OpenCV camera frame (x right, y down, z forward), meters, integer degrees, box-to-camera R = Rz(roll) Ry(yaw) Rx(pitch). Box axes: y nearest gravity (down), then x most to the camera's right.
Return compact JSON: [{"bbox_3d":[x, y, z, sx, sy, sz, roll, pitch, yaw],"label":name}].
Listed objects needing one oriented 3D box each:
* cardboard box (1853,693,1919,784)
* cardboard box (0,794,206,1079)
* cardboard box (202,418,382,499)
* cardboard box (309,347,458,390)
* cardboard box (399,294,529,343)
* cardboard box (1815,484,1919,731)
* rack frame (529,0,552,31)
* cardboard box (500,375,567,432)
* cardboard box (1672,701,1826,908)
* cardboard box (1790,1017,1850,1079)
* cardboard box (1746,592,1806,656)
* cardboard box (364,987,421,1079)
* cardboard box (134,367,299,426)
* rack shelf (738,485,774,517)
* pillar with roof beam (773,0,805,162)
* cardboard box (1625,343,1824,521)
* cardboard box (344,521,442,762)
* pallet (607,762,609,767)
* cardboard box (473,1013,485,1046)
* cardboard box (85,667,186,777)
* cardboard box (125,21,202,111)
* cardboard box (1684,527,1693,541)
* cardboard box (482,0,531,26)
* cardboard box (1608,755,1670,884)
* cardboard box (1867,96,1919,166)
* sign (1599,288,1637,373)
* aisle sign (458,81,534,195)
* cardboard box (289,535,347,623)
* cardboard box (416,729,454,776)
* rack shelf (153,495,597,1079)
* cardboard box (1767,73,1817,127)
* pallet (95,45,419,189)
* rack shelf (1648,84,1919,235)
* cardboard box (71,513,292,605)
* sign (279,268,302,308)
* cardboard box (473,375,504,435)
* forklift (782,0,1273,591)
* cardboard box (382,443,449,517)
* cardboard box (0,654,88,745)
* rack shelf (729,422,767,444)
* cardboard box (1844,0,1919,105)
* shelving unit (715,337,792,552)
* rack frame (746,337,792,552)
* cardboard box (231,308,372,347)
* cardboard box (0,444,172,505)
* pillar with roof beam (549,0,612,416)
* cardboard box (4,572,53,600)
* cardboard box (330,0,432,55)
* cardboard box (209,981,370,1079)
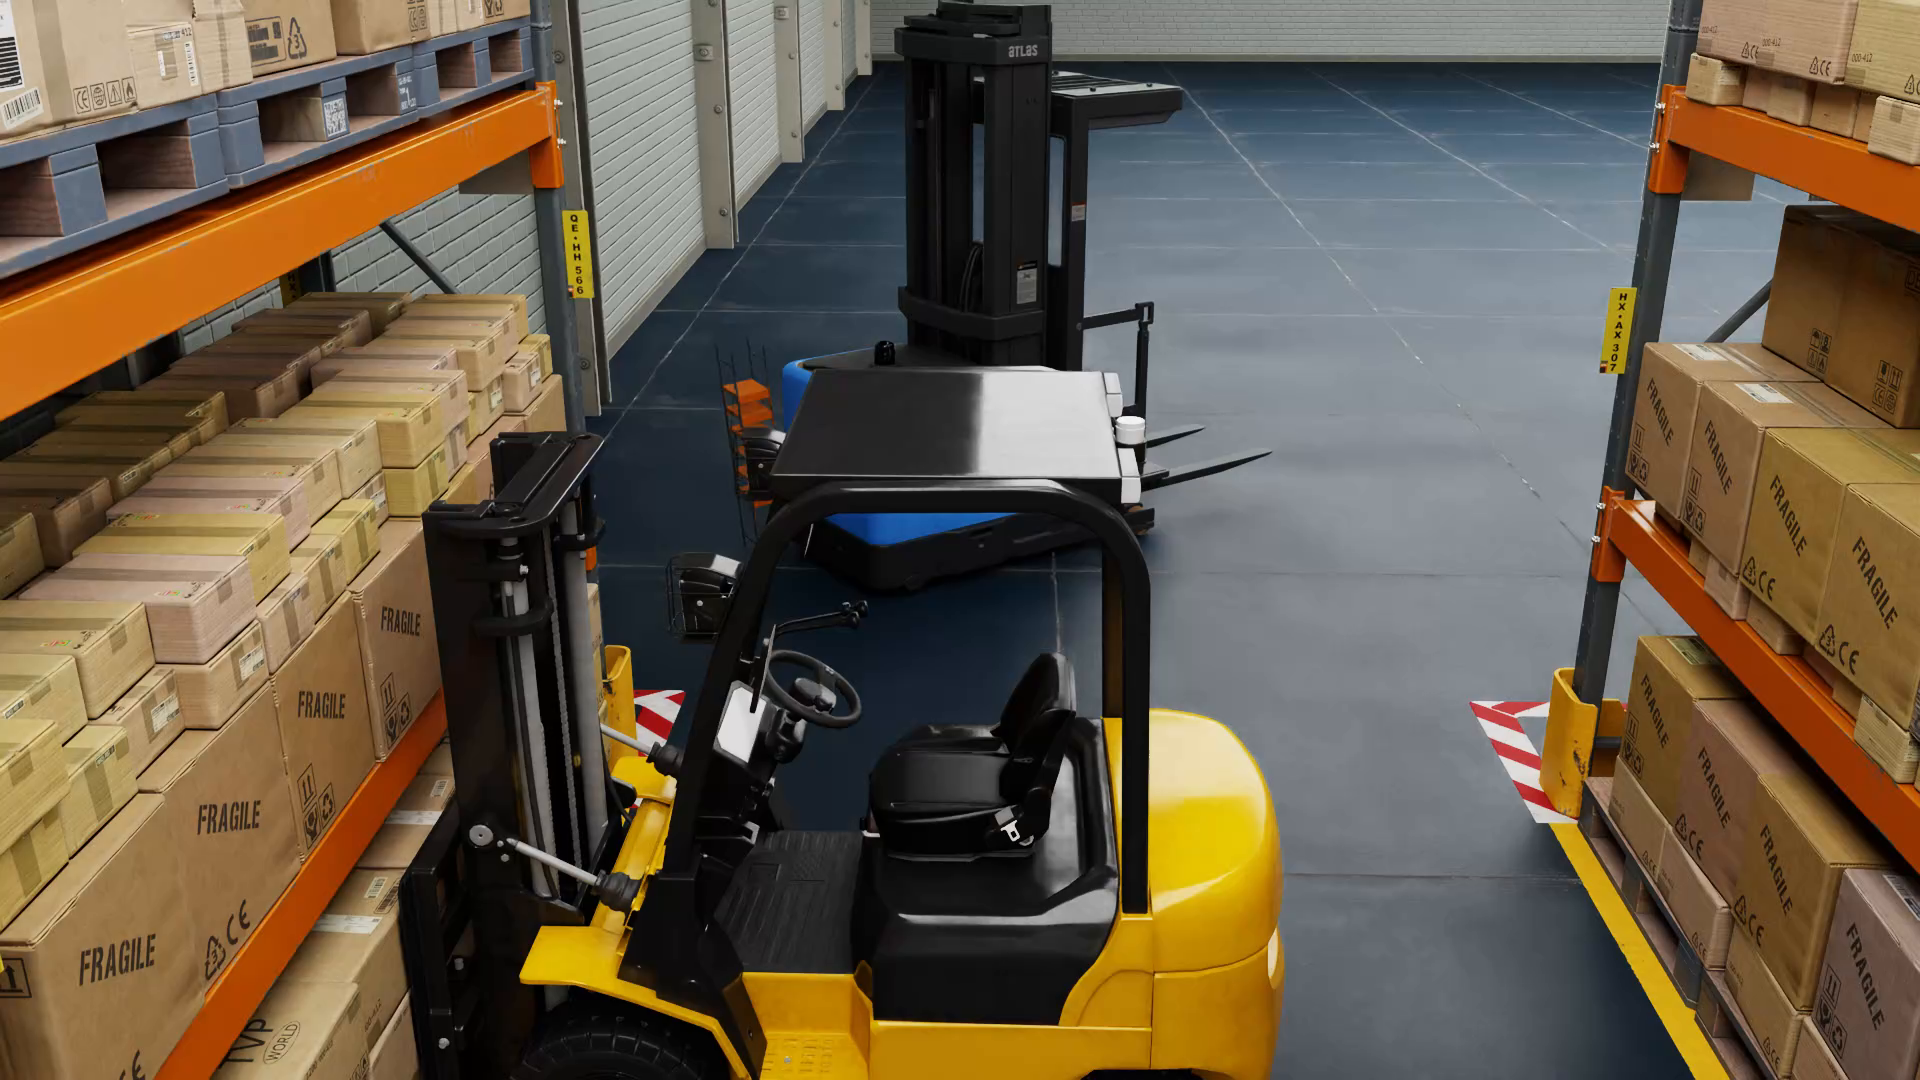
[{"bbox_3d":[2.616,0.522,4.385,0.380,0.149,0.250,1,21,2],"label":"cardboard box"},{"bbox_3d":[-1.813,0.820,3.132,0.500,0.500,0.500,0,21,0],"label":"cardboard box"},{"bbox_3d":[-1.807,-0.224,4.513,0.380,0.149,0.250,1,21,2],"label":"cardboard box"},{"bbox_3d":[-1.806,-0.505,5.237,0.380,0.149,0.250,1,21,2],"label":"cardboard box"},{"bbox_3d":[-1.766,-0.778,5.942,0.380,0.149,0.250,1,21,2],"label":"cardboard box"},{"bbox_3d":[2.670,0.169,4.397,0.500,0.500,0.500,0,21,1],"label":"cardboard box"},{"bbox_3d":[-1.966,-3.219,5.386,1.000,3.000,0.127,1,21,2],"label":"rack frame"},{"bbox_3d":[-1.719,-0.288,5.987,0.500,0.500,0.500,0,21,0],"label":"cardboard box"},{"bbox_3d":[2.683,0.854,5.366,0.500,0.500,0.500,0,21,0],"label":"cardboard box"},{"bbox_3d":[2.649,1.570,4.557,0.500,0.250,0.500,1,21,2],"label":"cardboard box"},{"bbox_3d":[2.667,0.240,5.111,0.380,0.149,0.250,1,21,3],"label":"cardboard box"},{"bbox_3d":[-1.724,1.342,4.454,0.500,0.250,0.500,0,21,1],"label":"cardboard box"},{"bbox_3d":[-2.231,-0.416,5.009,0.380,0.149,0.250,1,21,3],"label":"cardboard box"},{"bbox_3d":[-1.109,-0.236,9.243,0.180,0.103,0.258,-17,26,-25],"label":"rack shelf"},{"bbox_3d":[1.962,-9.438,21.414,9.100,9.000,0.400,1,21,2],"label":"pillar with roof beam"},{"bbox_3d":[2.704,-0.386,5.828,0.500,0.500,0.500,0,21,1],"label":"cardboard box"},{"bbox_3d":[-1.763,0.266,4.558,0.500,0.500,0.500,1,21,2],"label":"cardboard box"},{"bbox_3d":[-1.948,1.154,6.262,1.003,0.211,1.213,1,21,2],"label":"pallet"},{"bbox_3d":[-1.707,1.385,5.032,0.500,0.250,0.500,1,21,3],"label":"cardboard box"},{"bbox_3d":[-1.829,0.374,3.383,0.380,0.149,0.250,1,21,2],"label":"cardboard box"},{"bbox_3d":[-1.747,-0.937,3.278,0.380,0.149,0.250,1,21,3],"label":"cardboard box"},{"bbox_3d":[2.785,-0.040,5.833,0.380,0.149,0.250,1,21,2],"label":"cardboard box"},{"bbox_3d":[-1.736,-1.947,5.397,0.500,0.500,0.500,1,21,3],"label":"cardboard box"},{"bbox_3d":[2.694,1.005,6.011,0.500,0.250,0.500,0,21,1],"label":"cardboard box"},{"bbox_3d":[2.625,-1.067,4.333,0.380,0.149,0.250,1,21,2],"label":"cardboard box"},{"bbox_3d":[2.453,-0.779,6.193,0.100,0.325,0.005,1,21,2],"label":"sign"},{"bbox_3d":[-1.671,-1.655,6.054,0.394,0.787,0.004,1,21,2],"label":"aisle sign"},{"bbox_3d":[-1.748,0.100,4.090,0.380,0.149,0.250,0,21,0],"label":"cardboard box"},{"bbox_3d":[-1.684,0.735,5.327,0.500,0.250,0.500,1,21,2],"label":"cardboard box"},{"bbox_3d":[-2.027,0.636,4.738,1.077,0.370,4.000,1,21,2],"label":"rack shelf"},{"bbox_3d":[2.700,-1.343,5.044,0.380,0.149,0.250,1,21,3],"label":"cardboard box"},{"bbox_3d":[-2.048,-1.082,4.147,1.003,0.211,1.213,1,21,2],"label":"pallet"},{"bbox_3d":[2.934,-0.709,4.058,1.077,0.370,4.000,1,21,2],"label":"rack shelf"},{"bbox_3d":[-1.774,0.050,3.807,0.380,0.149,0.250,0,21,1],"label":"cardboard box"},{"bbox_3d":[-2.521,-0.871,6.322,0.100,0.325,0.005,1,21,2],"label":"sign"},{"bbox_3d":[-1.744,-0.457,5.526,0.380,0.149,0.250,1,21,3],"label":"cardboard box"},{"bbox_3d":[0.514,-1.496,9.333,3.031,2.935,1.130,-14,25,-32],"label":"forklift"},{"bbox_3d":[-1.711,-0.179,4.809,0.380,0.149,0.250,1,21,2],"label":"cardboard box"},{"bbox_3d":[-1.882,0.328,3.090,0.380,0.149,0.250,1,21,2],"label":"cardboard box"},{"bbox_3d":[-1.137,-0.564,9.098,0.180,0.103,0.258,-17,26,-25],"label":"rack shelf"},{"bbox_3d":[2.698,-1.288,4.352,0.500,0.250,0.500,1,21,3],"label":"cardboard box"},{"bbox_3d":[-1.131,-0.495,9.128,0.189,1.200,0.258,-17,26,-25],"label":"shelving unit"},{"bbox_3d":[-1.052,-0.519,9.167,0.006,1.200,0.240,-17,26,-25],"label":"rack frame"},{"bbox_3d":[-2.261,-0.696,5.729,0.380,0.149,0.250,1,21,3],"label":"cardboard box"},{"bbox_3d":[-2.270,-0.137,4.288,0.380,0.149,0.250,1,21,3],"label":"cardboard box"},{"bbox_3d":[1.597,-5.100,10.232,9.100,9.000,0.400,1,21,2],"label":"pillar with roof beam"},{"bbox_3d":[-2.275,0.186,3.867,0.380,0.149,0.250,1,21,3],"label":"cardboard box"},{"bbox_3d":[-1.867,-1.578,4.445,0.700,0.500,0.500,1,21,2],"label":"cardboard box"},{"bbox_3d":[-1.734,1.287,3.902,0.500,0.250,0.500,1,21,2],"label":"cardboard box"}]
